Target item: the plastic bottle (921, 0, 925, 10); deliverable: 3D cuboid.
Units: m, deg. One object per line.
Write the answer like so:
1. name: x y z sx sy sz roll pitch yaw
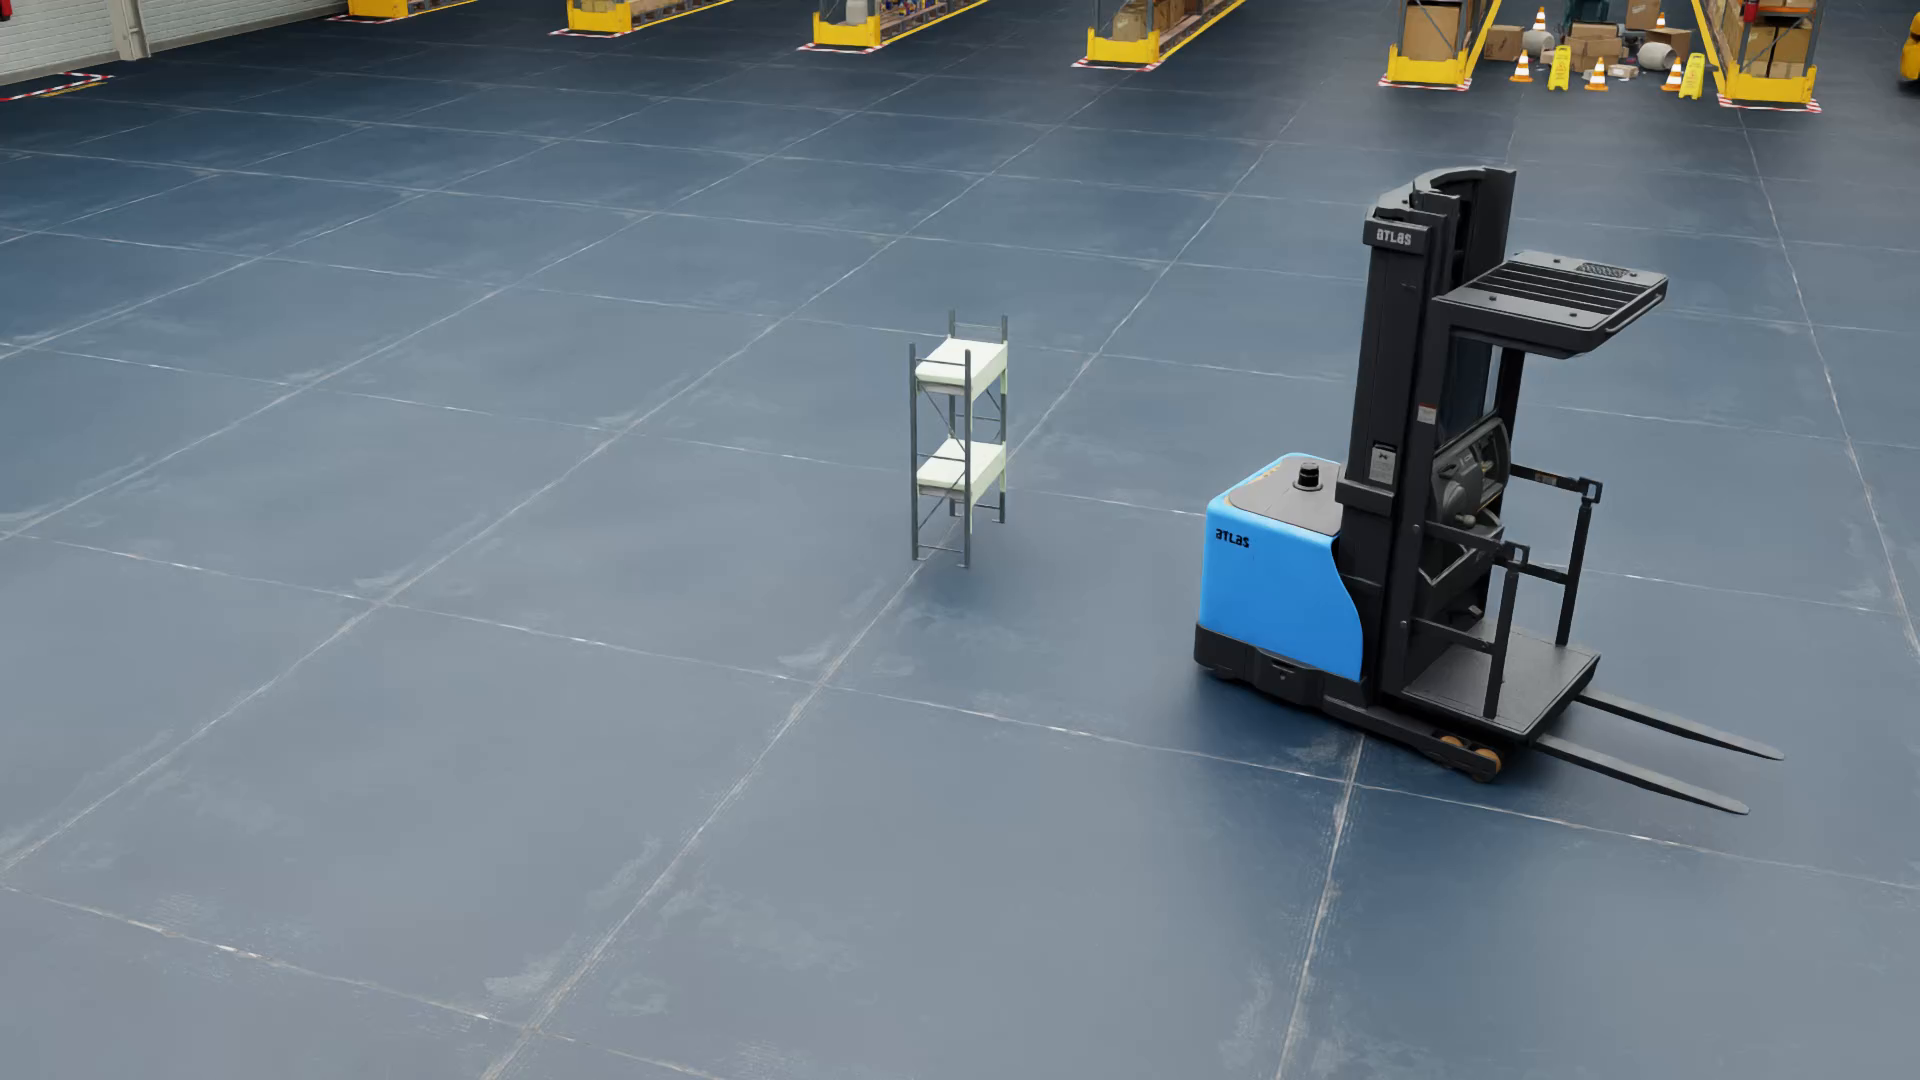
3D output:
1. plastic bottle: -0.755 -10.215 31.440 0.144 0.351 0.185 9 27 17

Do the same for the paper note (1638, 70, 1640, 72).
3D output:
1. paper note: 10.905 -7.591 26.906 0.148 0.019 0.142 20 32 35

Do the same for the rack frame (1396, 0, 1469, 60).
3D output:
1. rack frame: 7.342 -8.604 25.579 1.000 3.000 0.127 9 27 17

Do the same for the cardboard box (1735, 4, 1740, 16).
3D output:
1. cardboard box: 12.299 -8.247 25.910 0.380 0.149 0.250 10 28 20

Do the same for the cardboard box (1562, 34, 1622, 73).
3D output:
1. cardboard box: 10.240 -7.893 26.975 0.797 0.503 0.637 -9 27 -18

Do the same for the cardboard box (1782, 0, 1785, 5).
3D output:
1. cardboard box: 12.422 -8.030 24.682 0.380 0.149 0.250 9 27 18

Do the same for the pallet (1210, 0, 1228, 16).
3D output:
1. pallet: 4.691 -10.577 32.853 1.003 0.211 1.213 9 27 17

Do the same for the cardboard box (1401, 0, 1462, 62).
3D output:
1. cardboard box: 7.505 -8.125 26.546 0.875 0.875 0.875 9 27 18

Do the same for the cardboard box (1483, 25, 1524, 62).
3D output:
1. cardboard box: 9.124 -8.337 27.893 0.500 0.500 0.500 14 29 26

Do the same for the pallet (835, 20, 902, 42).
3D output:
1. pallet: -1.716 -9.199 30.008 1.003 0.211 1.213 9 27 17

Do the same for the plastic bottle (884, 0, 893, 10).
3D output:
1. plastic bottle: -1.358 -10.164 31.421 0.152 0.276 0.135 9 27 17

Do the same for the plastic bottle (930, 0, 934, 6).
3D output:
1. plastic bottle: -0.584 -10.426 31.877 0.144 0.351 0.185 8 27 16

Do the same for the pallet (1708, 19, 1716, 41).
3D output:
1. pallet: 14.036 -9.140 29.885 1.003 0.211 1.213 9 27 17

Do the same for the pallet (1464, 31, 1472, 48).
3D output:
1. pallet: 8.346 -8.692 28.960 1.003 0.211 1.213 9 27 17

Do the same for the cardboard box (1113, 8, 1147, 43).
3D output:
1. cardboard box: 2.922 -8.683 28.128 0.500 0.500 0.500 14 29 27

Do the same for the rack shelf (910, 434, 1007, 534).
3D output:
1. rack shelf: -0.002 -0.379 11.060 0.431 0.370 0.720 9 27 17

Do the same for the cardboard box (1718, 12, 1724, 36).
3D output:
1. cardboard box: 13.547 -8.794 28.504 0.950 0.372 0.625 9 27 18

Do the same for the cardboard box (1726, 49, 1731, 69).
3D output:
1. cardboard box: 12.238 -7.462 25.894 0.500 0.250 0.500 9 27 18

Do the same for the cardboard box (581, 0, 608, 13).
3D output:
1. cardboard box: -6.743 -10.018 31.172 0.500 0.250 0.500 9 27 17

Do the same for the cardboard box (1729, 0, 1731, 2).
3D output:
1. cardboard box: 12.825 -8.907 27.272 0.380 0.149 0.250 9 27 18

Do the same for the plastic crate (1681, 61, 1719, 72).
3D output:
1. plastic crate: 12.079 -7.731 27.126 0.402 0.080 0.583 0 26 -1

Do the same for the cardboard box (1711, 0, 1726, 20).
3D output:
1. cardboard box: 14.270 -9.687 30.348 0.950 0.372 0.625 8 27 16

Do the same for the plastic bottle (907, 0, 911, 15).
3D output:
1. plastic bottle: -0.961 -9.894 30.869 0.097 0.271 0.097 0 26 0

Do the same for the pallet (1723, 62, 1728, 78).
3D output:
1. pallet: 12.780 -7.532 26.565 1.003 0.211 1.213 9 27 17

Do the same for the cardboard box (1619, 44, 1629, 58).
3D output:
1. cardboard box: 11.079 -8.318 28.124 0.258 0.266 0.396 -9 27 -18

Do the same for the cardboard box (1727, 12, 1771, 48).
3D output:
1. cardboard box: 12.409 -8.005 26.155 0.500 0.500 0.500 8 27 16

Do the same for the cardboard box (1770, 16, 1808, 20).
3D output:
1. cardboard box: 12.924 -7.939 26.017 0.500 0.500 0.500 9 27 18

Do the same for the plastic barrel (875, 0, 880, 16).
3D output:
1. plastic barrel: -1.659 -9.640 30.091 0.421 0.512 0.421 0 26 0

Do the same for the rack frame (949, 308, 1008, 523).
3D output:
1. rack frame: 0.120 -0.823 11.228 0.400 1.500 0.023 9 27 17

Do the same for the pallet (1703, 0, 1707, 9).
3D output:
1. pallet: 15.447 -10.773 33.258 1.003 0.211 1.213 9 27 17

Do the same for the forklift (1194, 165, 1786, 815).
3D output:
1. forklift: 2.822 -0.324 8.556 3.031 2.935 1.130 19 32 34

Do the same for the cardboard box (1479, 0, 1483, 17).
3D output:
1. cardboard box: 9.119 -10.088 30.744 1.050 0.750 0.750 9 27 17

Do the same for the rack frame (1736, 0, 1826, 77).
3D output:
1. rack frame: 12.043 -7.928 24.182 1.000 3.000 0.127 9 27 17

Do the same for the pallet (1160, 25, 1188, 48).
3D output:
1. pallet: 3.435 -8.970 29.533 1.003 0.211 1.213 9 27 17

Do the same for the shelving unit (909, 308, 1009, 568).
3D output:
1. shelving unit: -0.002 -0.672 10.917 0.431 1.500 0.755 9 27 17

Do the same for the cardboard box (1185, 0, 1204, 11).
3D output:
1. cardboard box: 4.254 -10.331 31.509 0.700 0.500 0.500 7 27 13

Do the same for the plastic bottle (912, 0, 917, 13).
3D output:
1. plastic bottle: -0.861 -10.018 31.126 0.097 0.271 0.097 0 26 0

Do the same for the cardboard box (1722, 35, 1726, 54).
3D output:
1. cardboard box: 12.756 -8.099 27.208 0.500 0.250 0.500 10 28 20

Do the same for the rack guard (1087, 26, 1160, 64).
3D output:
1. rack guard: 2.723 -8.271 27.759 1.175 0.500 0.348 9 27 17

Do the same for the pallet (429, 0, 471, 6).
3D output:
1. pallet: -10.578 -11.125 33.984 1.003 0.211 1.213 9 27 17

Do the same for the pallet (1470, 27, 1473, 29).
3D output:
1. pallet: 8.859 -9.321 30.259 1.003 0.211 1.213 9 27 17

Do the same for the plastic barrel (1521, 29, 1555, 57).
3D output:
1. plastic barrel: 9.742 -8.400 28.113 0.421 0.421 0.512 -14 29 -27

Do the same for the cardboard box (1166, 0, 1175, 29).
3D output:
1. cardboard box: 3.542 -9.411 29.632 0.500 0.500 0.500 6 27 13

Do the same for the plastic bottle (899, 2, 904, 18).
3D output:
1. plastic bottle: -1.075 -9.753 30.578 0.097 0.271 0.097 0 26 0

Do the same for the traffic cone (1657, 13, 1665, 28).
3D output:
1. traffic cone: 12.467 -9.143 29.602 0.336 0.463 0.334 9 27 17

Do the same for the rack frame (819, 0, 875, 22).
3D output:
1. rack frame: -1.973 -10.083 28.634 1.000 3.000 0.127 9 27 17

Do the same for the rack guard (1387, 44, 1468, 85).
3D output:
1. rack guard: 7.334 -7.469 26.103 1.175 0.500 0.348 9 27 17

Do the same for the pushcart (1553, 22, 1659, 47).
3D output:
1. pushcart: 11.208 -8.702 28.789 1.648 0.377 0.936 0 26 -1

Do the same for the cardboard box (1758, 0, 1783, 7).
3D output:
1. cardboard box: 11.966 -8.000 24.618 0.380 0.149 0.250 10 27 19

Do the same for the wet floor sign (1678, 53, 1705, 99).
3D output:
1. wet floor sign: 10.971 -6.945 24.854 0.267 0.644 0.232 20 32 35

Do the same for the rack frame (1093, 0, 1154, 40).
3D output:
1. rack frame: 2.698 -9.365 27.150 1.000 3.000 0.127 9 27 17

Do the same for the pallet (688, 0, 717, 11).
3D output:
1. pallet: -5.615 -10.871 33.461 1.003 0.211 1.213 9 27 17

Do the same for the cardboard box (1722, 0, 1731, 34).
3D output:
1. cardboard box: 12.923 -8.657 27.501 0.500 0.500 0.500 10 28 20

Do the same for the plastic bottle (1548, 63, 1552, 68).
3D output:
1. plastic bottle: 9.708 -7.765 27.218 0.133 0.061 0.283 0 26 -1

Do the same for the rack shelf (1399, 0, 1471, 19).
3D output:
1. rack shelf: 8.007 -9.102 27.433 1.077 0.370 4.000 9 27 17

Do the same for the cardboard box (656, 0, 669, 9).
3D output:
1. cardboard box: -5.924 -10.354 31.866 0.500 0.250 0.500 9 27 17

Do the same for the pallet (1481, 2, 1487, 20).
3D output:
1. pallet: 9.671 -10.324 32.330 1.003 0.211 1.213 9 27 17
